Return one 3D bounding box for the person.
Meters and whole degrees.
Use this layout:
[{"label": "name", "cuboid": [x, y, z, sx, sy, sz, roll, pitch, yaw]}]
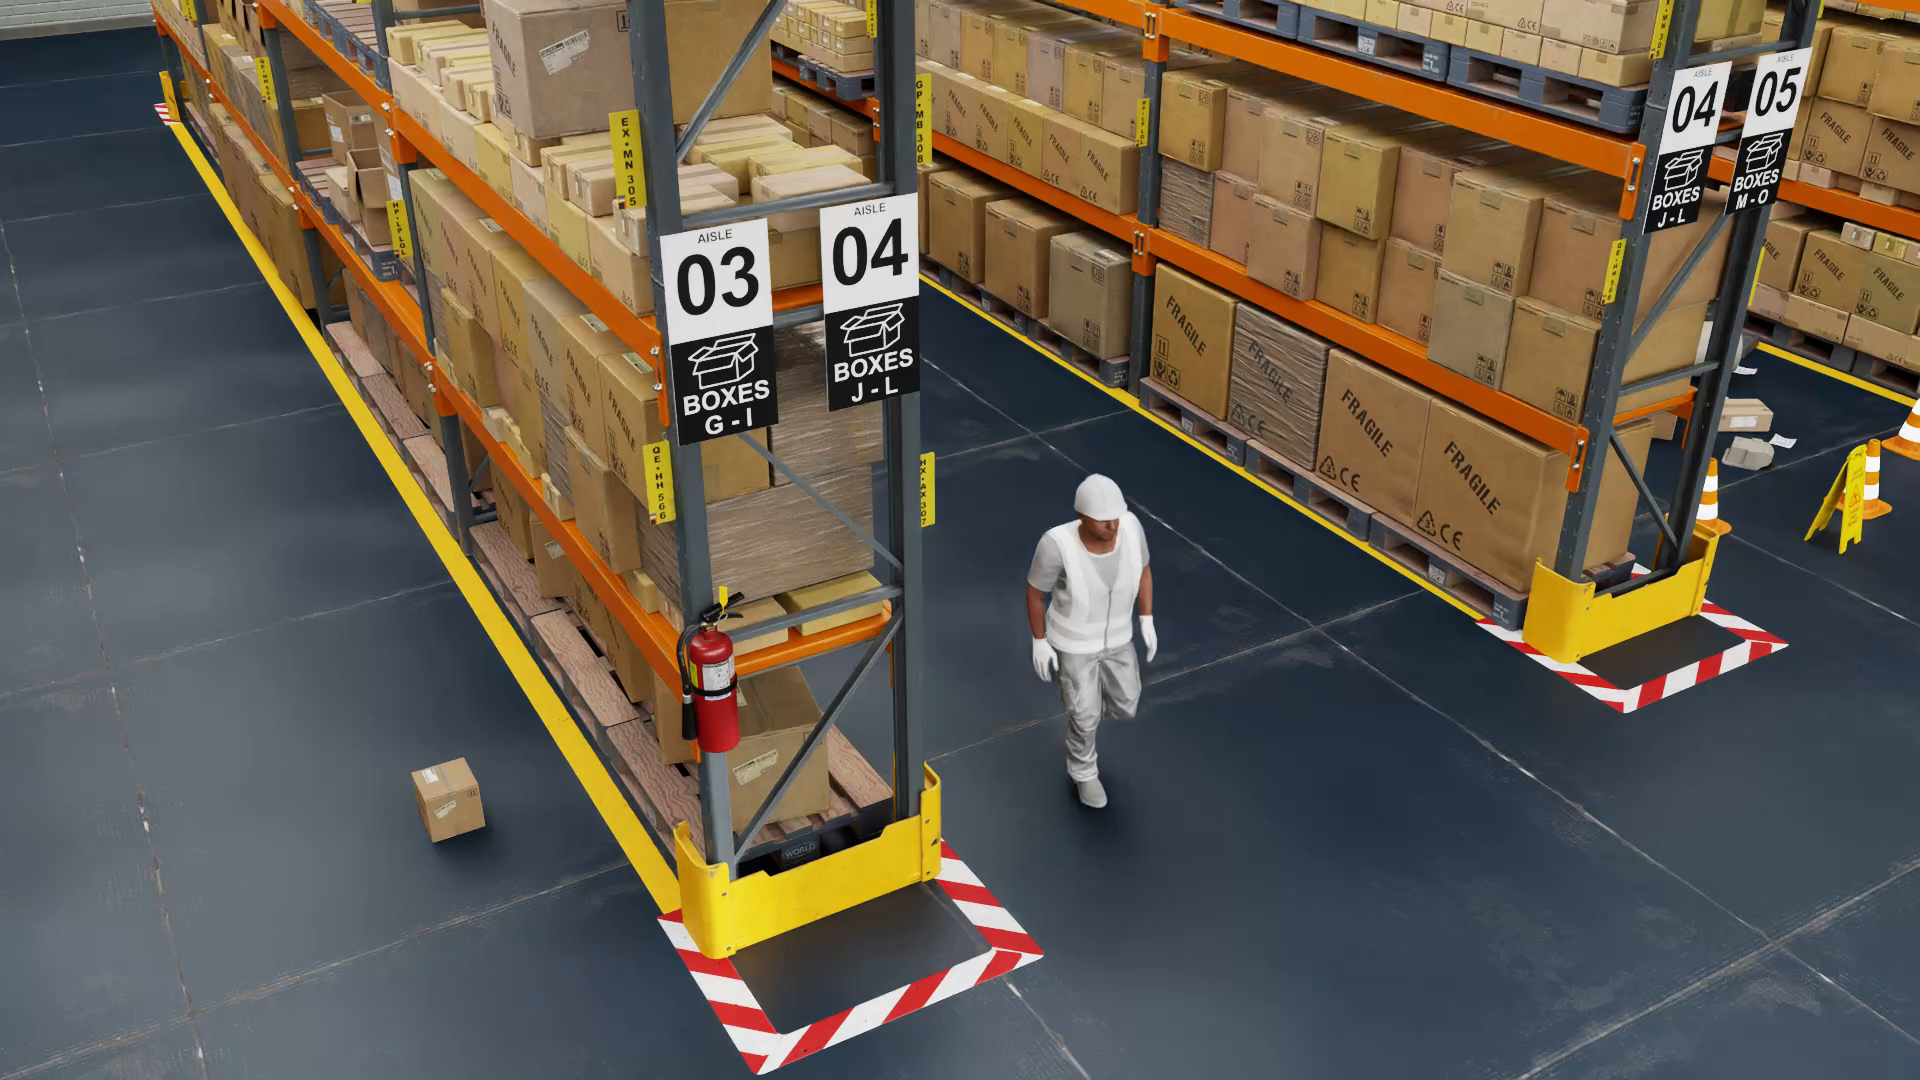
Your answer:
[{"label": "person", "cuboid": [0.580, 0.413, 7.779, 0.606, 1.755, 0.649, -13, 31, -22]}]
